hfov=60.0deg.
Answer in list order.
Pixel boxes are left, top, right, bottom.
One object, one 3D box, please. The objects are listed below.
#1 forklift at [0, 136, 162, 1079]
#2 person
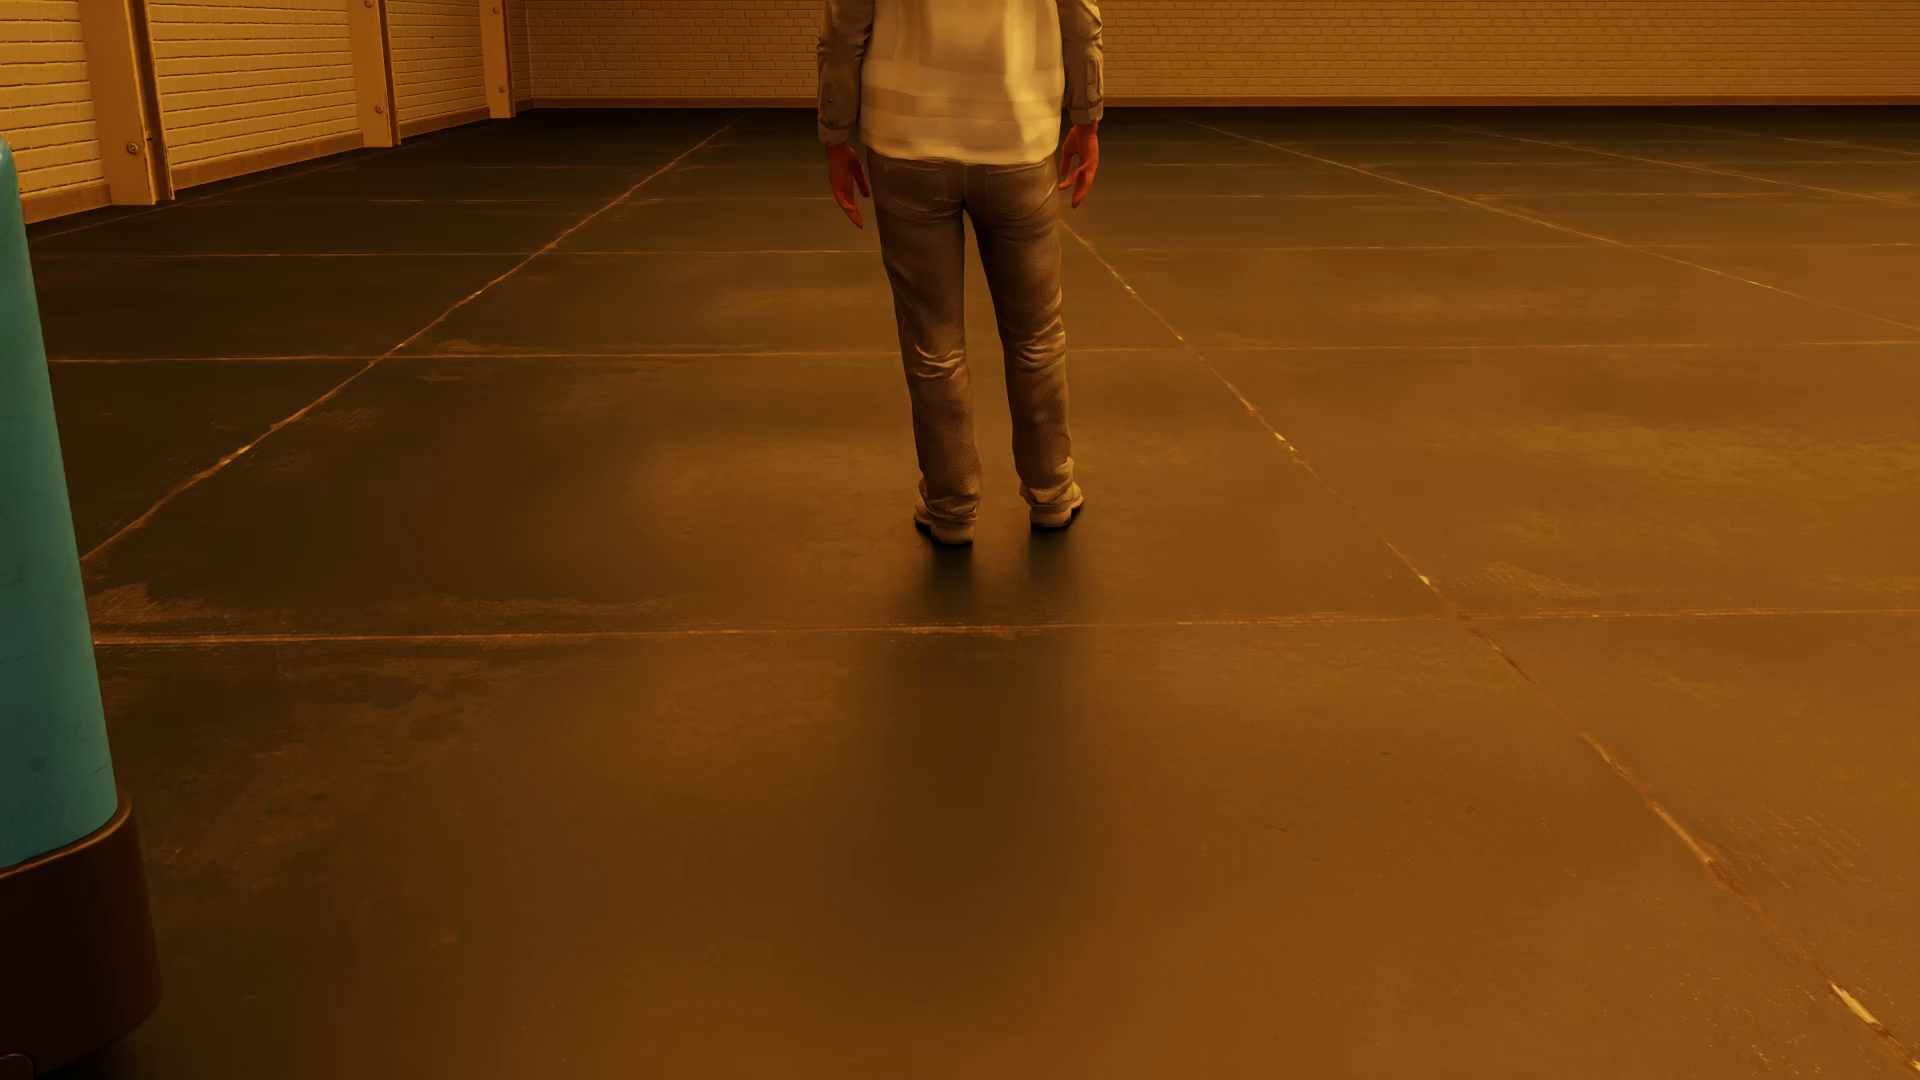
[{"bbox_3d":[-2.224,-0.542,0.678,1.130,2.935,3.031,13,21,36],"label":"forklift"},{"bbox_3d":[0.004,-0.874,3.717,0.633,1.775,0.566,-1,17,-3],"label":"person"}]
